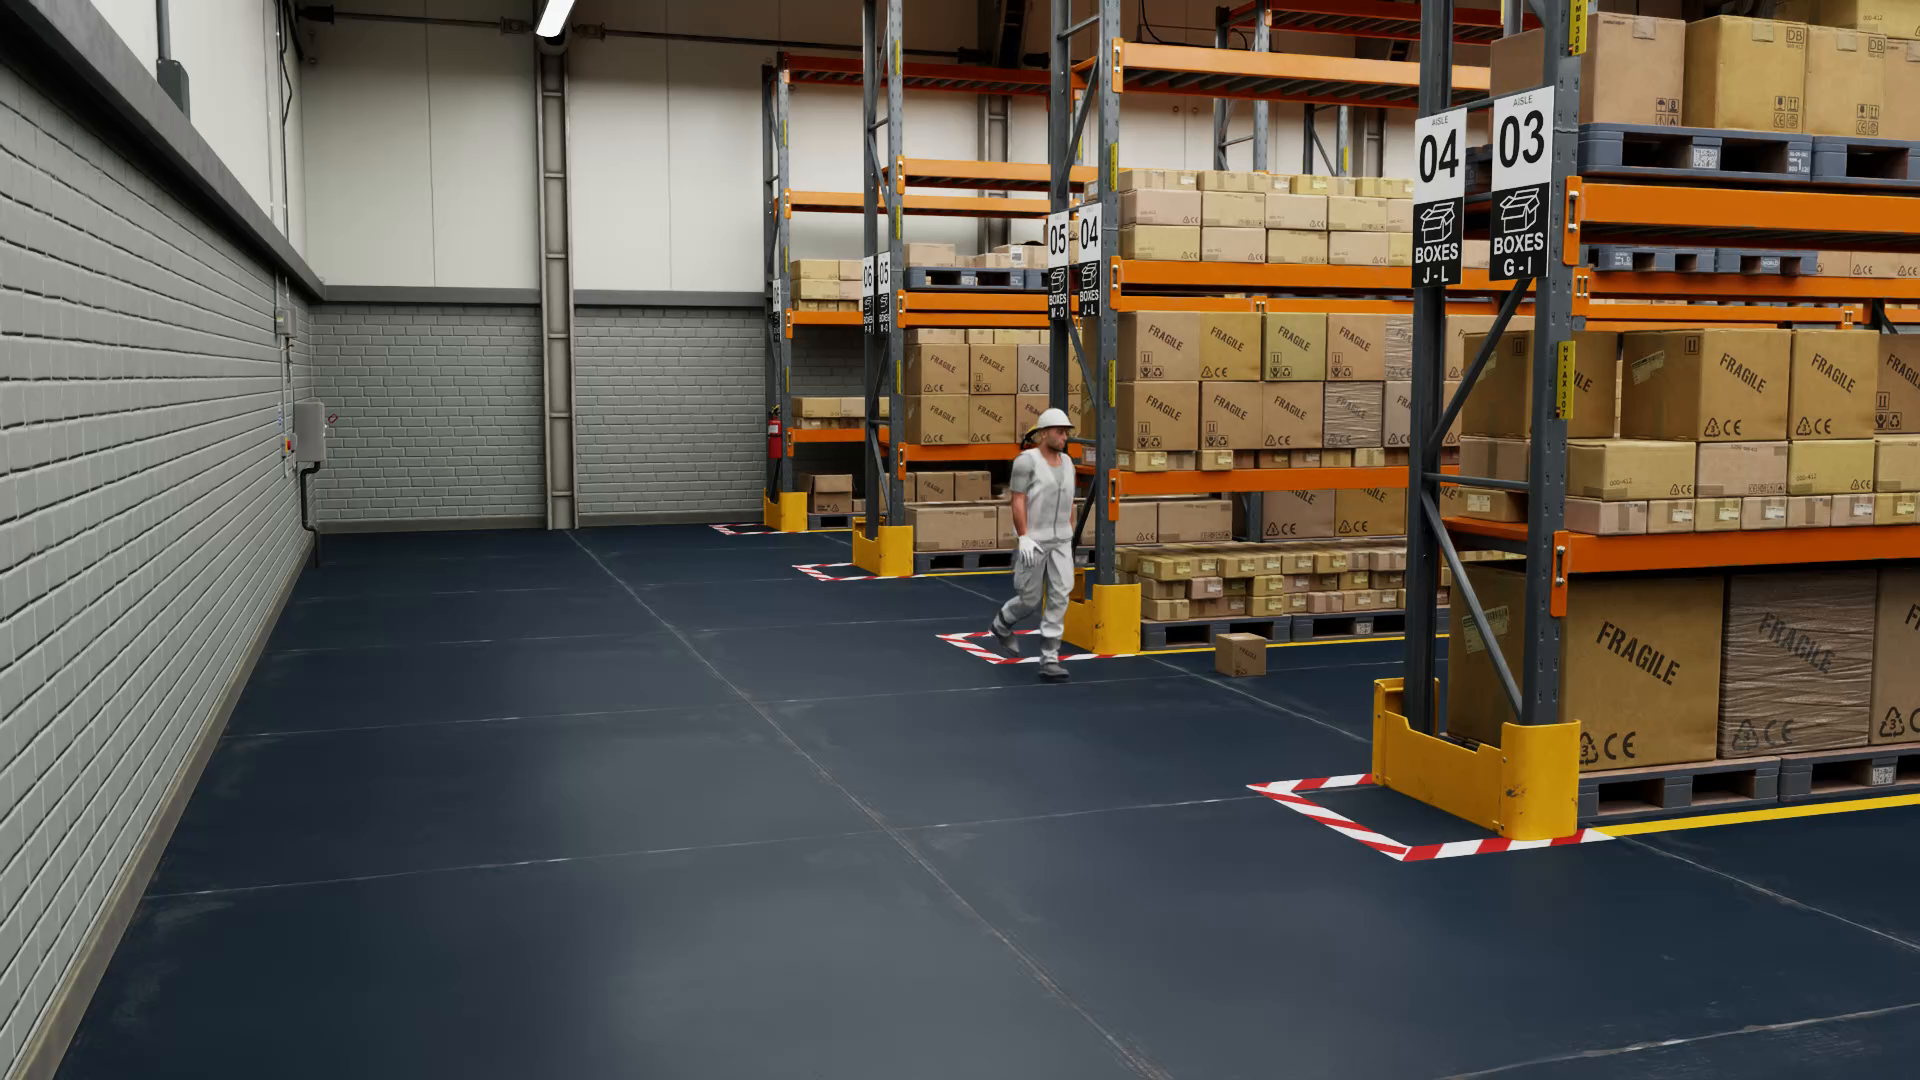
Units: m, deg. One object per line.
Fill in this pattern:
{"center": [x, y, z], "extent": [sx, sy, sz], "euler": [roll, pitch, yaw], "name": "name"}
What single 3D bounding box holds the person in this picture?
{"center": [0.528, 0.011, 11.047], "extent": [0.555, 1.774, 0.795], "euler": [-4, 7, -33], "name": "person"}
